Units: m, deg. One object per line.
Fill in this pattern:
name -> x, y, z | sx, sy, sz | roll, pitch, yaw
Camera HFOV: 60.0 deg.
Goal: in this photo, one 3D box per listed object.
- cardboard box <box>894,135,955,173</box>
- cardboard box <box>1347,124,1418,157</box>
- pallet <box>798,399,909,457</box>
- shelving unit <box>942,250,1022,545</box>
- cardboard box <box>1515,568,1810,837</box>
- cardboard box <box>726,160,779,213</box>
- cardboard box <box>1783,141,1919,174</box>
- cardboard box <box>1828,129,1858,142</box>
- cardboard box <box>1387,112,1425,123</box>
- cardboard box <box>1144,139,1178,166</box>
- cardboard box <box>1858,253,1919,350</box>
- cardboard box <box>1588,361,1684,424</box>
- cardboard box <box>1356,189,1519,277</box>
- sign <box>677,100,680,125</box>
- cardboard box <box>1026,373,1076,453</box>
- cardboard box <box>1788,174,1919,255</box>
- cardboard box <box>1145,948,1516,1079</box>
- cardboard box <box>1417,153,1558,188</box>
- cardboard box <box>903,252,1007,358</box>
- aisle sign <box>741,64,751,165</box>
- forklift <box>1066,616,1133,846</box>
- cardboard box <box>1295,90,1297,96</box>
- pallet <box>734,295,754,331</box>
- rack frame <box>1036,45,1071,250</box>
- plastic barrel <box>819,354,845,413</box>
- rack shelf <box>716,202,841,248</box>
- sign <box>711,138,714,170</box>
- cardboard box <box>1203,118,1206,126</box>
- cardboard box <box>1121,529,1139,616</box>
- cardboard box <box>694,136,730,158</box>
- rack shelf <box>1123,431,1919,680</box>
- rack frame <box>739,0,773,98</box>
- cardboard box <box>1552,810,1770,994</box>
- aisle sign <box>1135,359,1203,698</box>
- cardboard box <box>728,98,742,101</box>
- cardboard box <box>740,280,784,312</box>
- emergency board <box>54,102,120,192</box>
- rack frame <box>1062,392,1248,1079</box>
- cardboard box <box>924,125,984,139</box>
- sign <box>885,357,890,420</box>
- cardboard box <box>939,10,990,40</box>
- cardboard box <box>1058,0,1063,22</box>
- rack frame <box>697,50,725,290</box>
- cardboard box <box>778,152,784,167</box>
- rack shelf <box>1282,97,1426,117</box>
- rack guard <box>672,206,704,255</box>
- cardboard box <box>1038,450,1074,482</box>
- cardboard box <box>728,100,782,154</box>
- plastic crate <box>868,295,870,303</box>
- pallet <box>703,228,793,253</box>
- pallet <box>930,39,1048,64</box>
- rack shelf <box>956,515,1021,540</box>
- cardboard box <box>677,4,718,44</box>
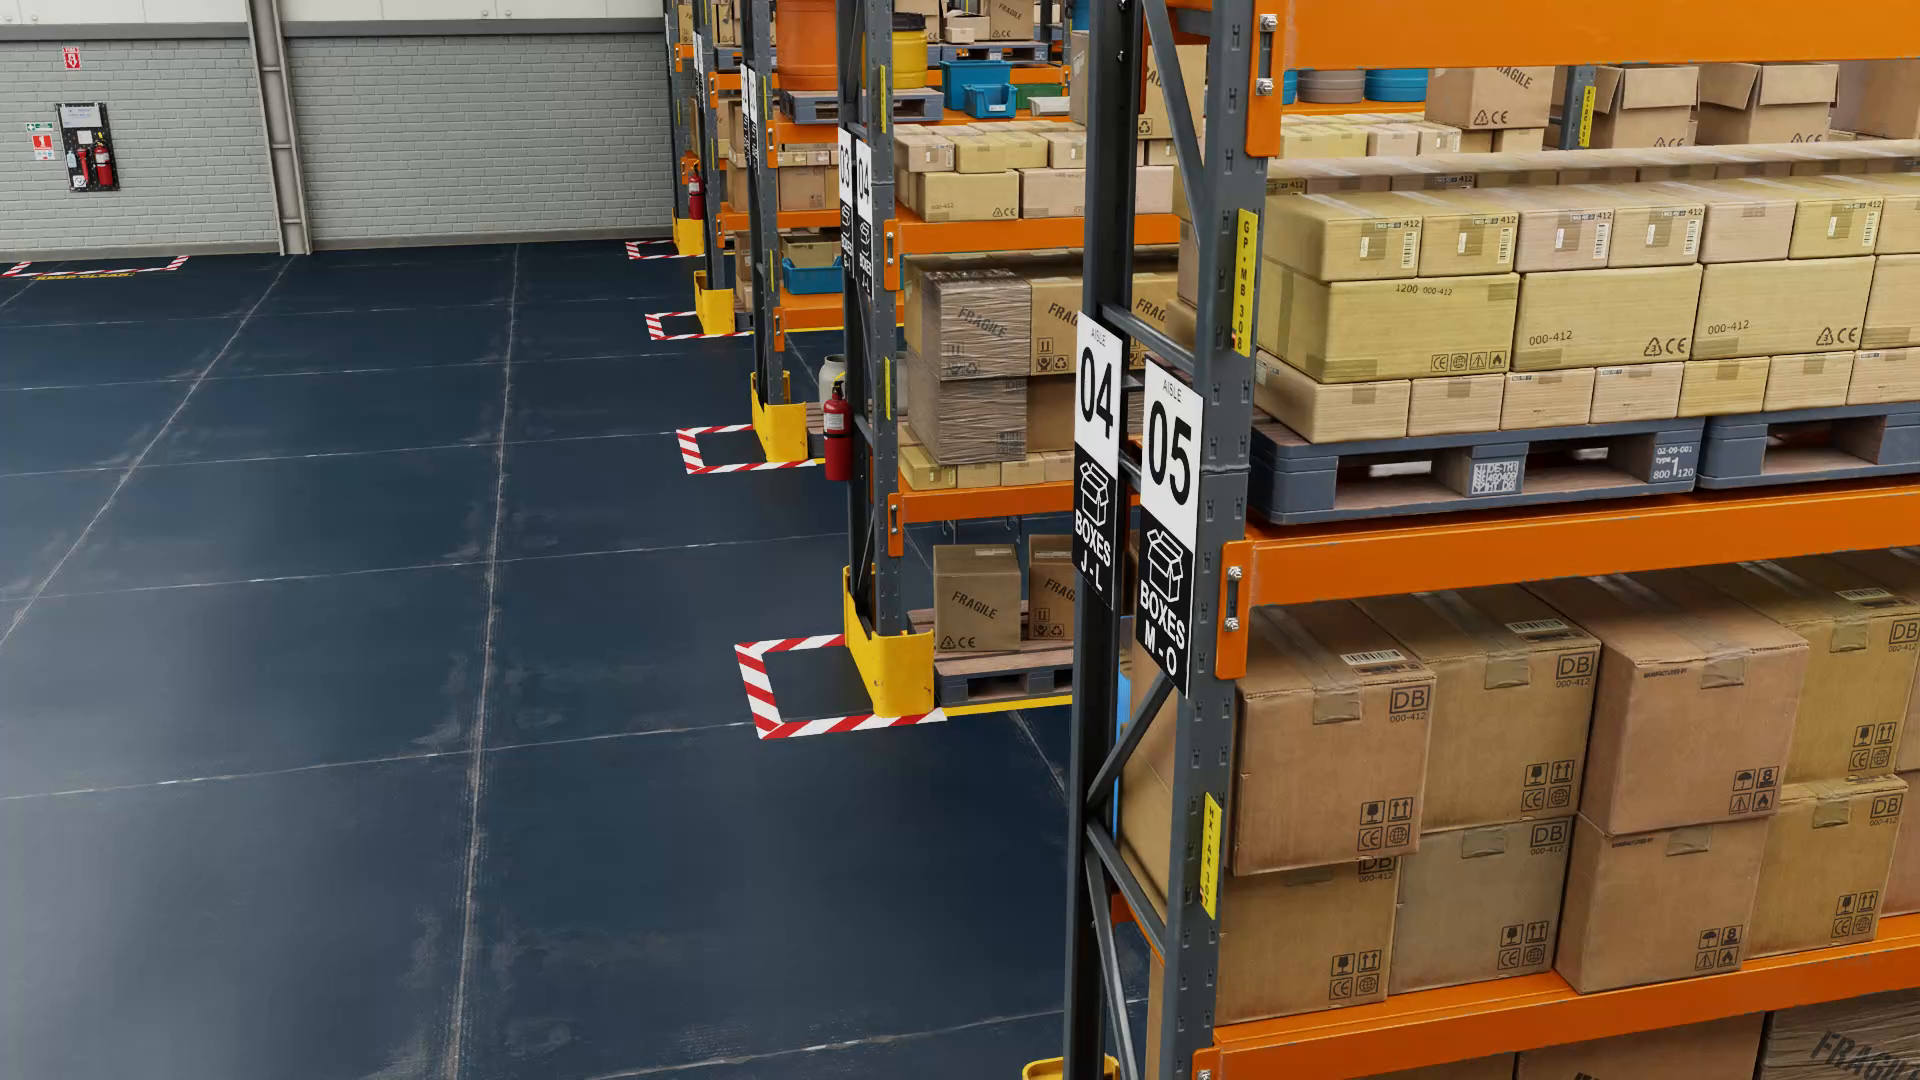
cardboard box -> -0.192, -2.057, 8.845 | 0.250, 0.149, 0.380 | -5, 21, -13
cardboard box -> 2.362, -2.237, 9.337 | 0.250, 0.149, 0.380 | -5, 21, -14
pallet -> -0.798, -1.020, 14.792 | 1.213, 0.211, 1.003 | -5, 21, -12
shelving unit -> 0.161, -0.999, 11.989 | 0.503, 2.100, 0.431 | -5, 21, -12
cardboard box -> 1.990, 0.414, 5.035 | 0.550, 0.550, 0.875 | -5, 21, -12
cardboard box -> -2.332, -3.983, 18.681 | 0.500, 0.500, 0.700 | -5, 21, -12
cardboard box -> 2.752, -1.128, 5.123 | 0.250, 0.149, 0.380 | -5, 21, -13
cardboard box -> 5.758, -2.522, 10.695 | 0.500, 0.250, 0.500 | -4, 21, -11
cardboard box -> 2.749, -2.462, 9.953 | 0.250, 0.149, 0.380 | -6, 21, -15
cardboard box -> 1.082, -2.148, 9.095 | 0.250, 0.149, 0.380 | -6, 21, -15
cardboard box -> 2.532, -0.713, 4.569 | 0.500, 0.250, 0.500 | -5, 21, -13
cardboard box -> 1.675, -0.433, 4.385 | 0.250, 0.149, 0.380 | -4, 21, -12
cardboard box -> 1.172, -0.767, 4.137 | 0.250, 0.149, 0.380 | -5, 21, -12
sign -> -3.808, -5.786, 22.490 | 0.005, 0.325, 0.100 | -5, 21, -12
cardboard box -> 0.487, -0.888, 9.799 | 0.500, 0.500, 0.875 | -5, 21, -12
cardboard box -> 2.414, -0.868, 4.413 | 0.250, 0.149, 0.380 | -4, 21, -12
cardboard box -> 1.174, 1.806, 5.502 | 0.875, 0.875, 0.875 | -5, 21, -12
cardboard box -> 1.524, -1.029, 4.851 | 0.250, 0.149, 0.380 | -4, 21, -12
cardboard box -> -0.035, -1.369, 9.660 | 0.500, 0.500, 0.500 | -5, 21, -12
aisle sign -> -1.791, -3.559, 13.891 | 0.004, 0.787, 0.394 | -5, 21, -12
forklift -> 2.109, 0.074, 7.851 | 3.031, 2.935, 1.130 | -4, 21, -12
cardboard box -> 4.877, -6.735, 24.642 | 0.500, 0.250, 0.500 | -5, 21, -13
pallet -> -2.055, -2.668, 19.292 | 1.213, 0.211, 1.003 | -5, 21, -12
rack frame -> 1.103, -4.220, 19.473 | 0.127, 3.000, 1.000 | -5, 21, -12
plastic barrel -> -1.030, -1.352, 14.650 | 0.421, 0.512, 0.421 | 0, 20, 0
rack shelf -> -0.843, -3.724, 19.165 | 4.000, 0.370, 1.077 | -5, 21, -12
sign -> -2.667, -4.161, 17.938 | 0.005, 0.325, 0.100 | -5, 21, -12
cardboard box -> 1.489, -2.359, 9.670 | 0.250, 0.149, 0.380 | -4, 21, -11
cardboard box -> 1.286, 0.244, 10.312 | 0.500, 0.500, 0.500 | -3, 20, -7
cardboard box -> -3.385, -5.432, 22.972 | 0.500, 0.250, 0.500 | -5, 21, -14
rack shelf -> 2.476, -0.148, 5.042 | 4.000, 0.370, 1.077 | -5, 21, -12
rack frame -> -1.653, -5.062, 13.050 | 0.127, 3.000, 1.000 | -5, 21, -12
cardboard box -> 1.984, 0.913, 5.243 | 0.550, 0.550, 0.875 | -5, 21, -12
aisle sign -> 0.530, -0.033, 4.265 | 0.004, 0.787, 0.394 | -5, 21, -12
cardboard box -> -2.916, -5.825, 22.954 | 0.500, 0.500, 0.500 | -5, 21, -12
cardboard box -> -2.216, -2.777, 18.922 | 0.500, 0.250, 0.500 | -5, 21, -12
emergency board -> -11.703, -5.248, 22.281 | 0.643, 1.169, 0.194 | -5, 21, -12
rack frame -> 0.530, 1.081, 5.002 | 0.127, 3.000, 1.000 | -5, 21, -12
cardboard box -> -0.035, -2.220, 9.291 | 0.250, 0.149, 0.380 | -5, 21, -14
sign -> -0.388, -0.812, 8.911 | 0.005, 0.325, 0.100 | -5, 21, -12
cardboard box -> 0.027, -5.855, 18.892 | 0.500, 0.311, 0.500 | -6, 21, -15
cardboard box -> 1.711, -7.644, 23.705 | 0.500, 0.500, 0.500 | -5, 21, -14
rack frame -> -2.789, -3.903, 18.609 | 0.127, 3.000, 1.000 | -5, 21, -12
cardboard box -> -2.101, -4.236, 18.428 | 0.250, 0.149, 0.380 | -5, 21, -14
rack shelf -> 4.186, -3.790, 14.986 | 4.000, 0.370, 1.077 | -5, 21, -12
rack guard -> -3.859, -4.393, 23.581 | 0.348, 0.500, 1.175 | -5, 21, -12
cardboard box -> 0.552, -0.467, 9.593 | 0.250, 0.149, 0.380 | -5, 21, -12
cardboard box -> -2.280, -4.596, 18.469 | 0.500, 0.500, 0.700 | -5, 21, -12
plastic crate -> -0.708, -2.084, 14.027 | 0.250, 0.136, 0.298 | -5, 21, -12
pallet -> -3.060, -4.310, 23.774 | 1.213, 0.211, 1.003 | -5, 21, -12
pallet -> 0.279, -5.511, 18.765 | 1.213, 0.211, 1.003 | -5, 21, -12
rack shelf -> 0.161, -0.329, 12.235 | 0.480, 0.518, 0.431 | -5, 21, -12
cardboard box -> -3.550, -6.969, 22.442 | 0.500, 0.500, 0.500 | -4, 21, -11
